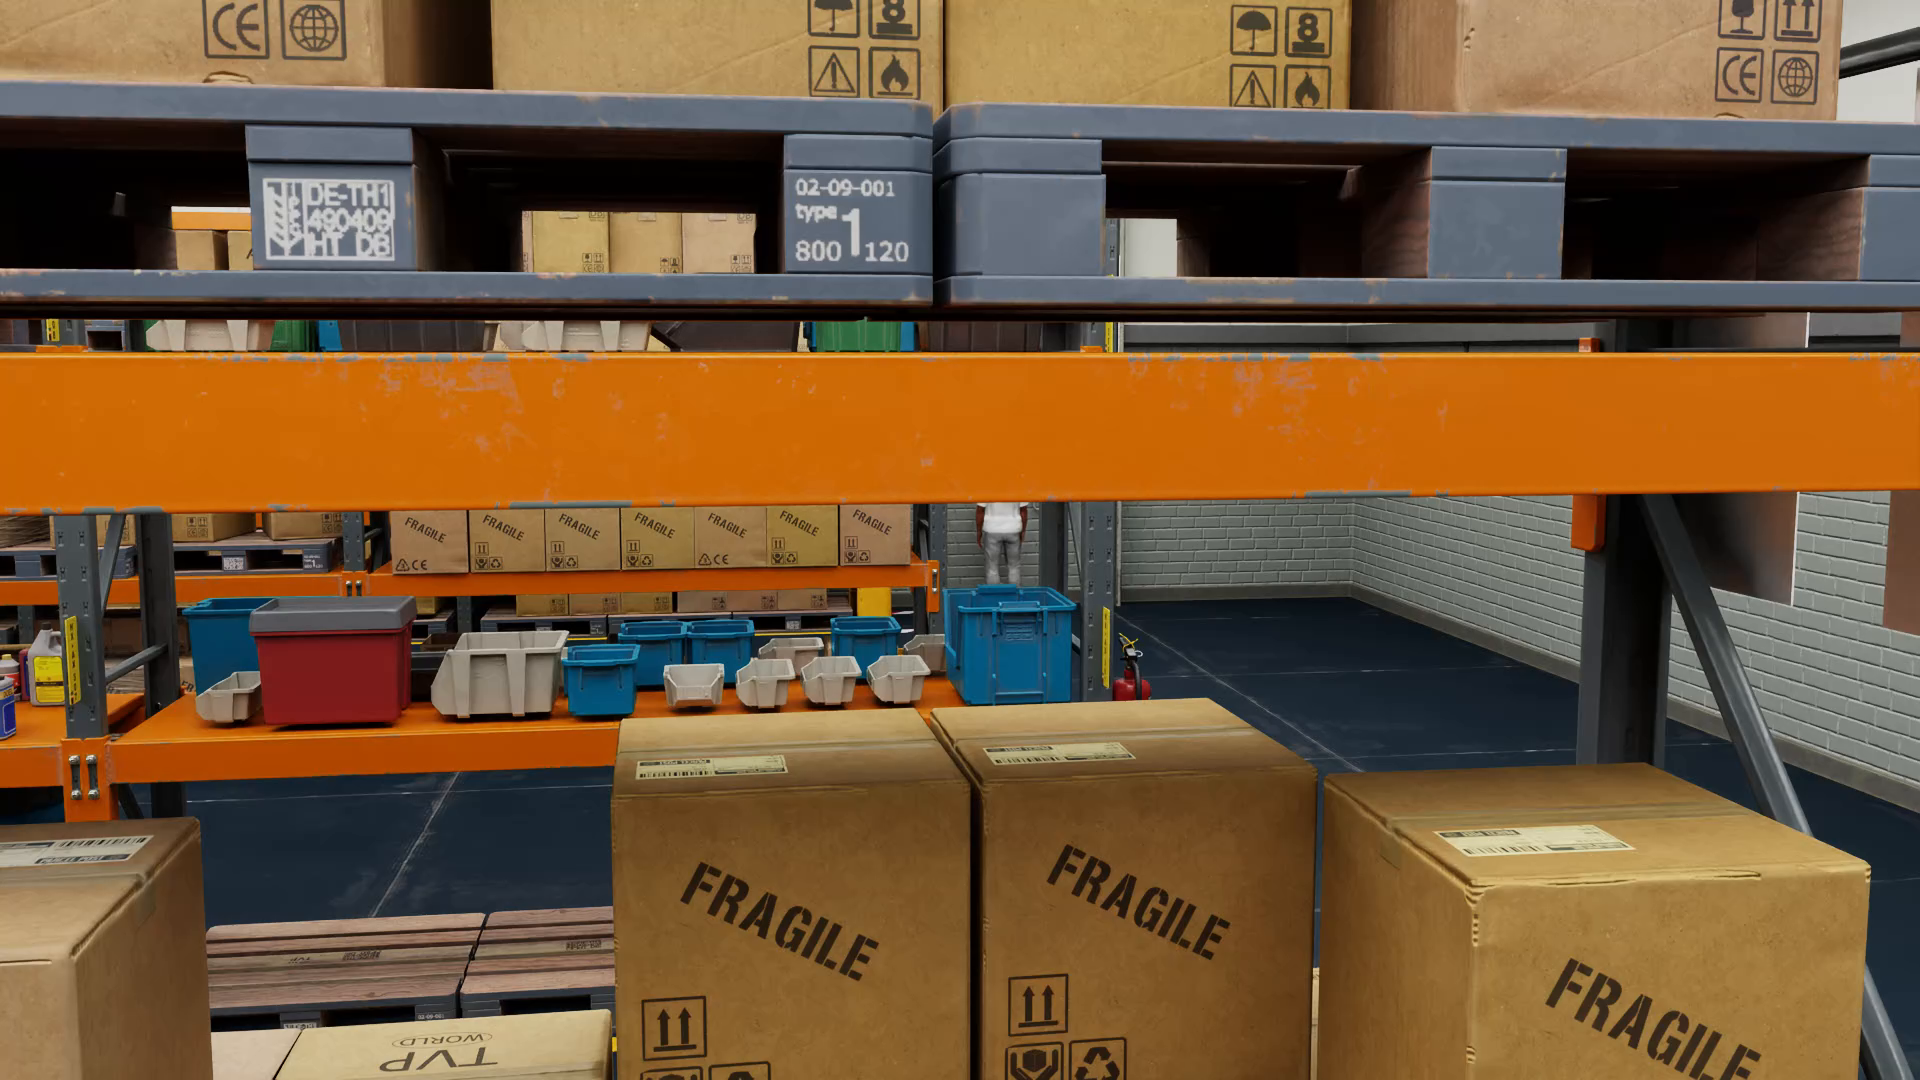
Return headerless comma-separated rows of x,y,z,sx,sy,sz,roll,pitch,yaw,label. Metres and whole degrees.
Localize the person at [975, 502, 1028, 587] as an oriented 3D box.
0.442,-0.080,17.826,0.565,1.763,0.363,-1,6,-8,person
